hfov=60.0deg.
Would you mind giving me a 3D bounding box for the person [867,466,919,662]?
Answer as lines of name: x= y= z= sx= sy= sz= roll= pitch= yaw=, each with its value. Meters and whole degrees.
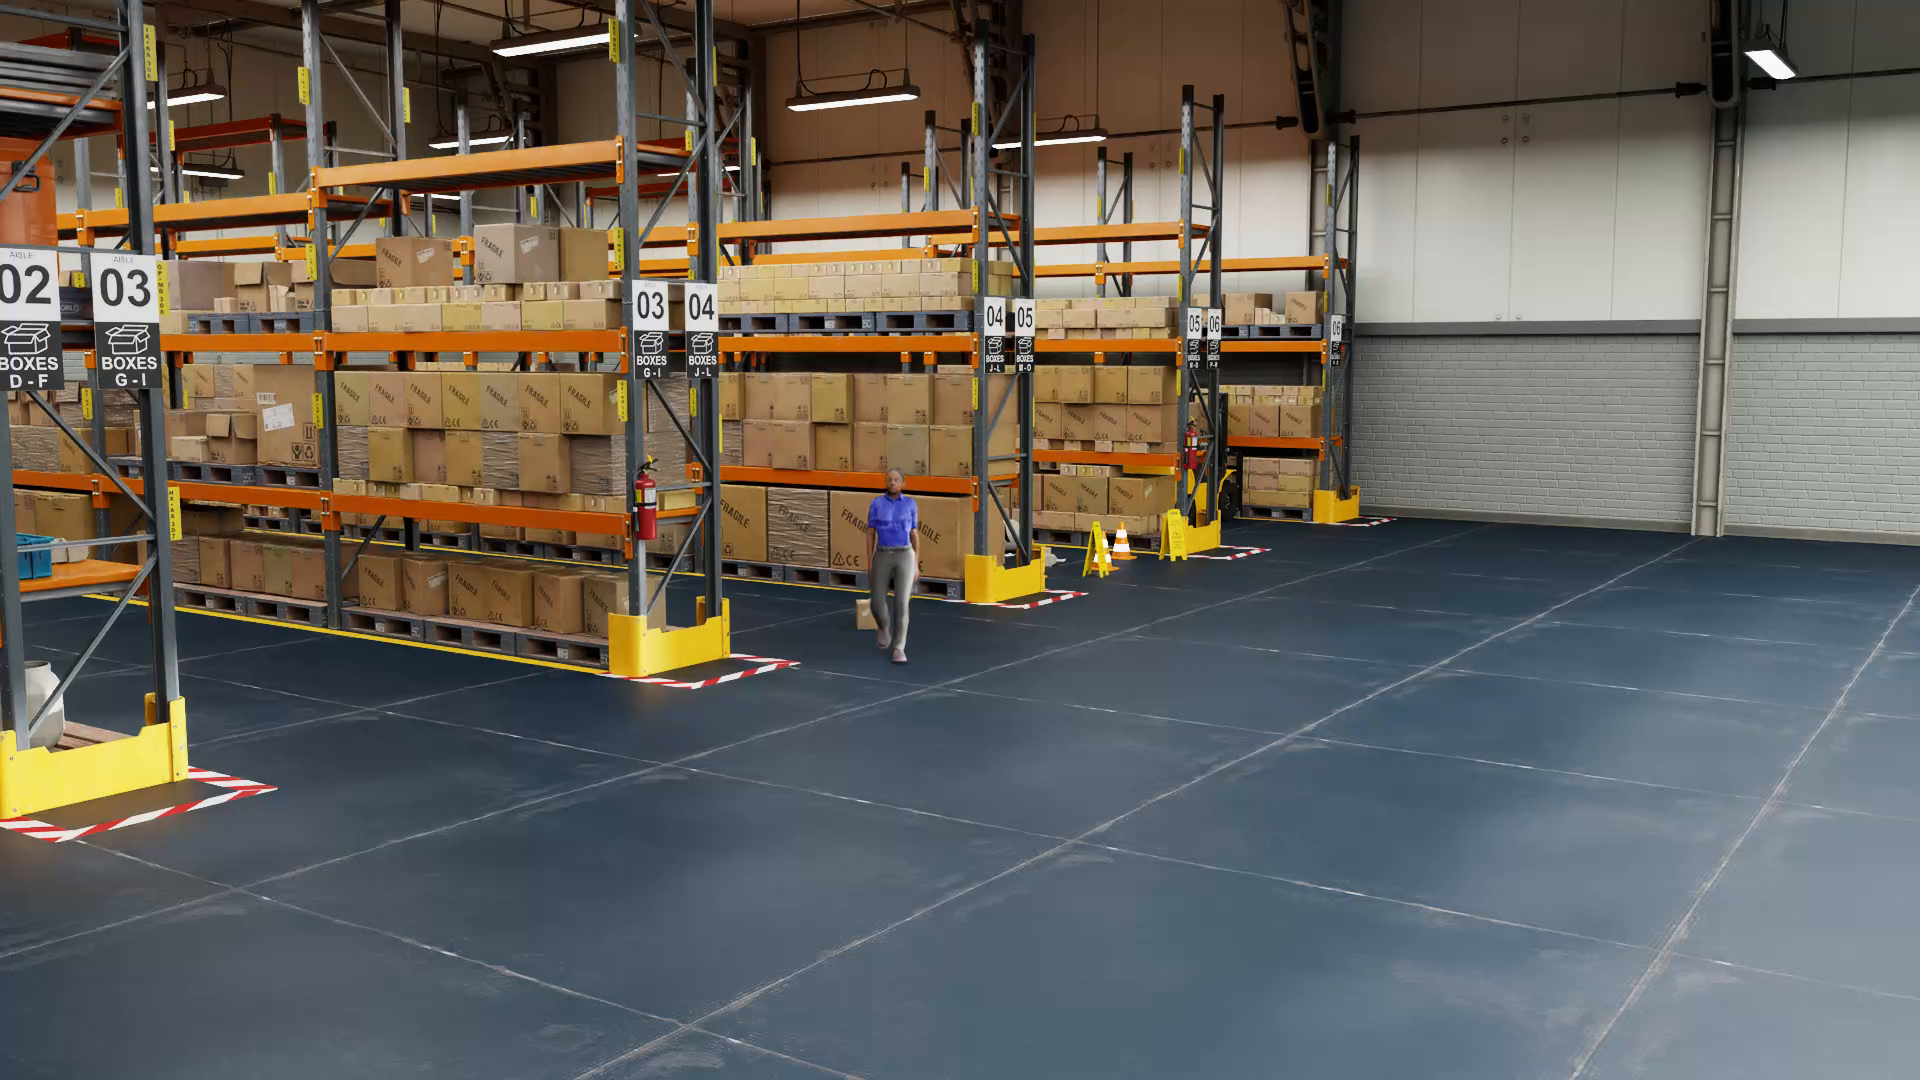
person: x=-0.571 y=0.189 z=14.190 sx=0.448 sy=1.636 sz=0.611 roll=0 pitch=6 yaw=1
